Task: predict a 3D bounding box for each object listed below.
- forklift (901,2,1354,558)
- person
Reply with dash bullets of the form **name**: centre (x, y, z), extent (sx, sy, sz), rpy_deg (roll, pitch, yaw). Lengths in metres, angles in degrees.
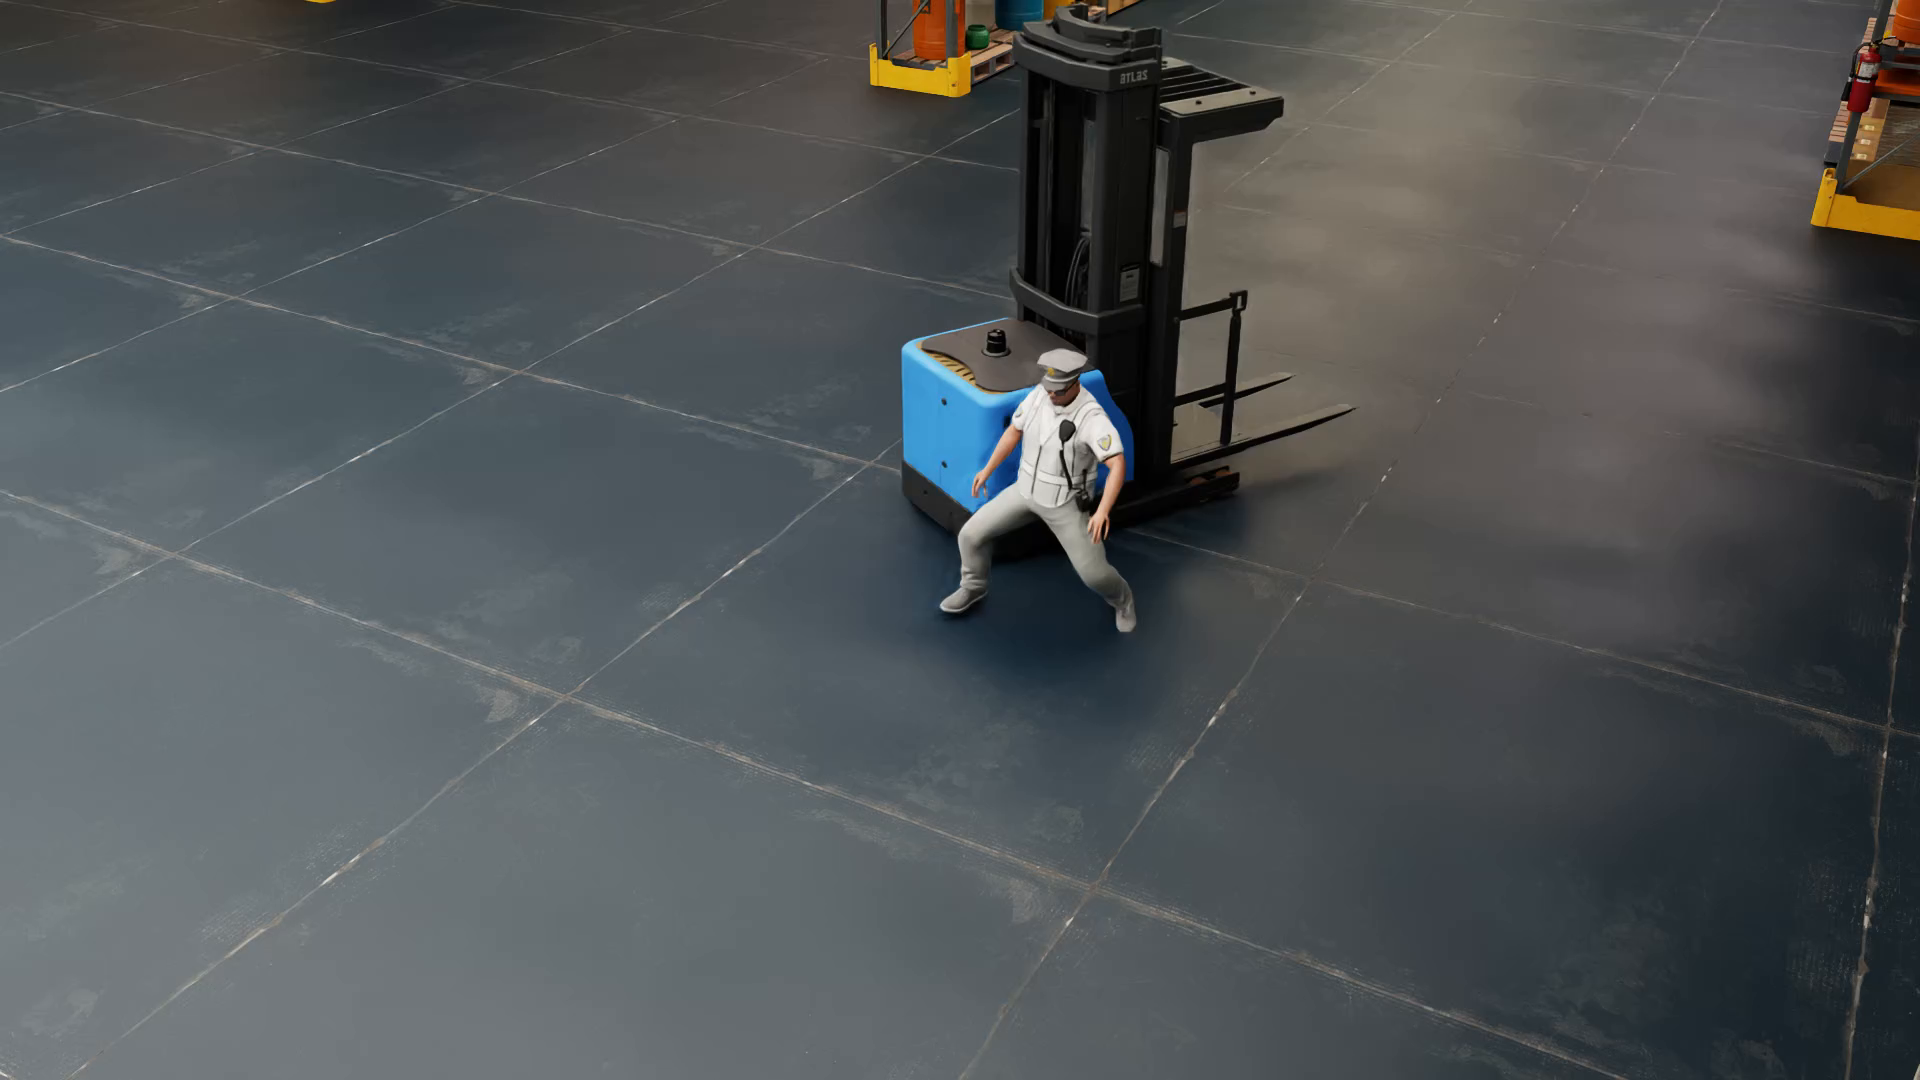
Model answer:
- **forklift**: centre (1.162, -1.702, 10.020), extent (3.031, 2.935, 1.130), rpy_deg (-17, 34, -27)
- **person**: centre (0.506, -0.224, 8.858), extent (1.001, 1.625, 0.825), rpy_deg (24, 38, 35)
